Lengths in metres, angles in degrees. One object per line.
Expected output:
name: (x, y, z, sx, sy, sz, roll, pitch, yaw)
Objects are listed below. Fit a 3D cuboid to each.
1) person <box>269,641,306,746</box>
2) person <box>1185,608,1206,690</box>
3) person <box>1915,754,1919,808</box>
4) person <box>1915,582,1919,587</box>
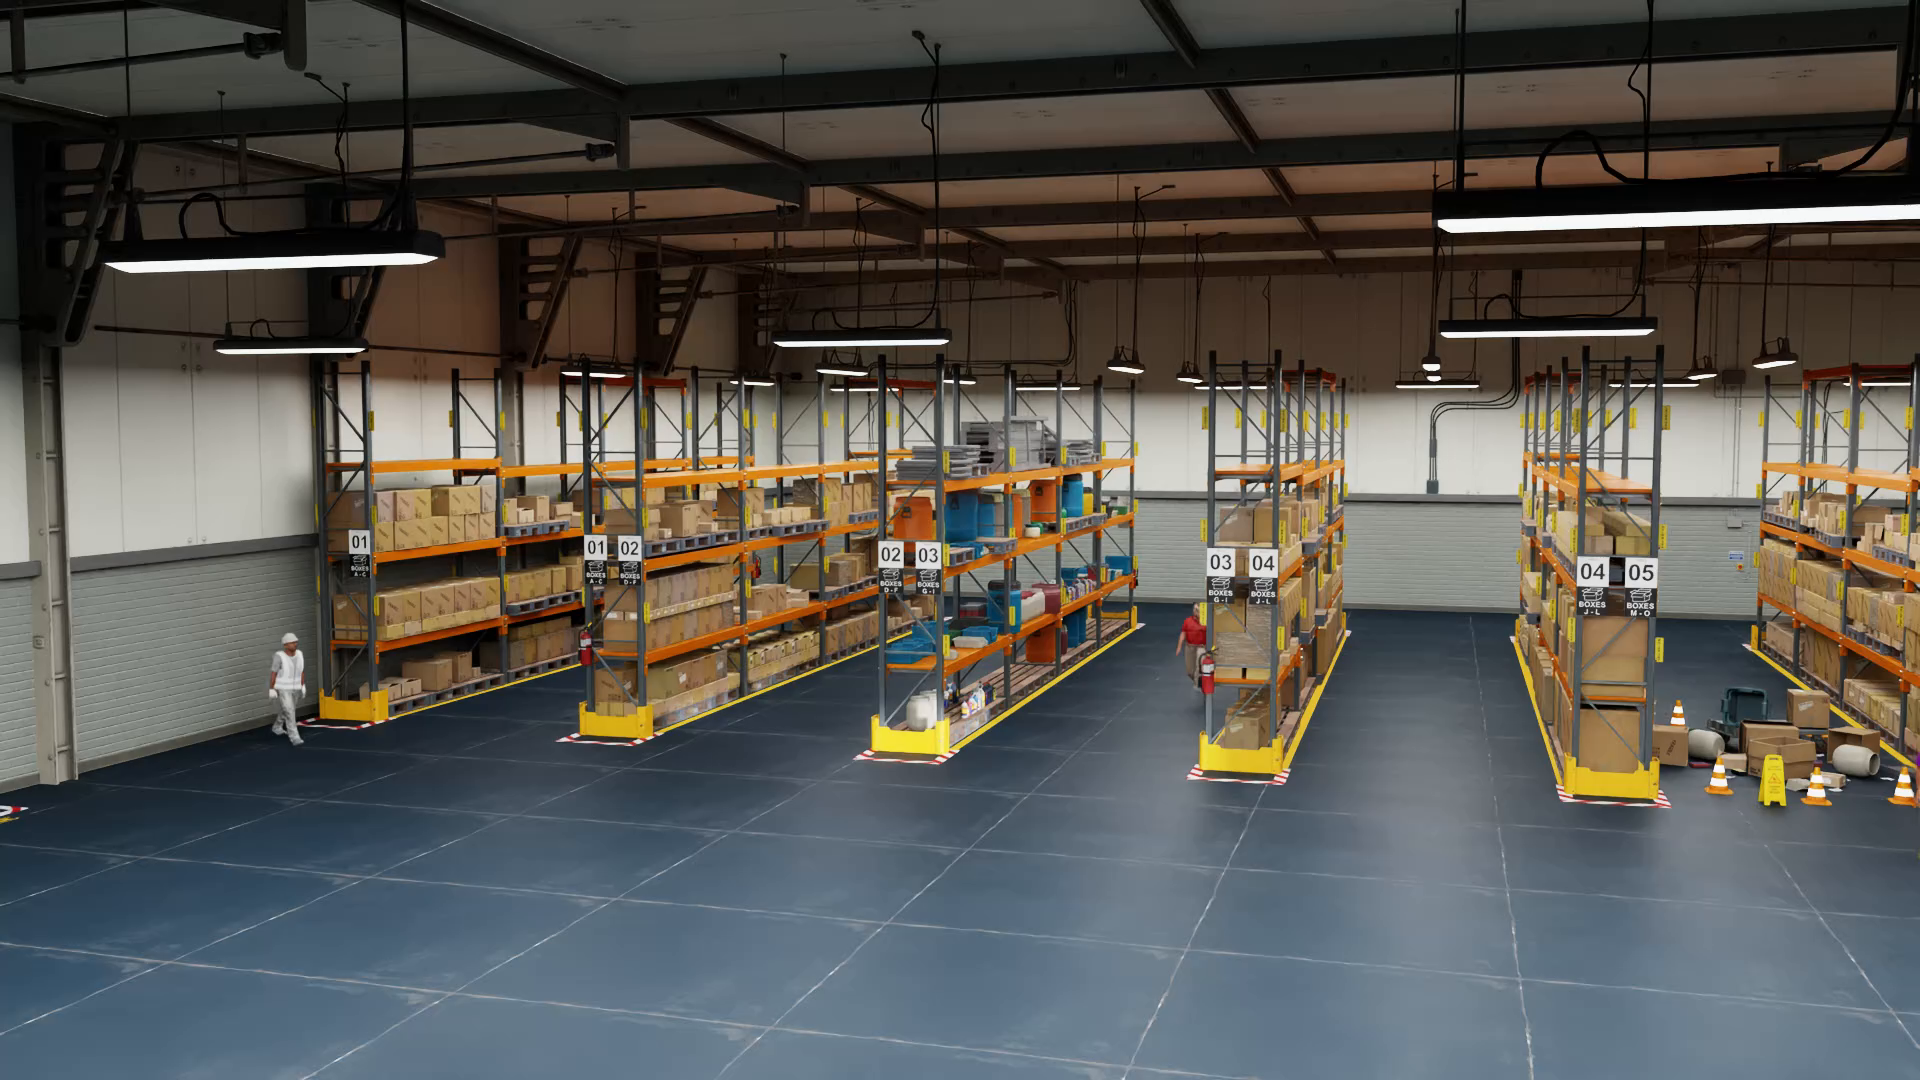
person: (-10.453, 2.316, 25.851, 1.133, 1.693, 0.578, 3, 5, 35)
person: (4.193, 1.913, 29.485, 0.458, 1.424, 1.015, 2, 4, 22)
person: (10.927, 2.824, 18.382, 0.636, 1.740, 0.669, 3, 5, 32)
person: (22.578, 1.405, 38.827, 0.917, 1.622, 0.478, 0, 4, 6)
